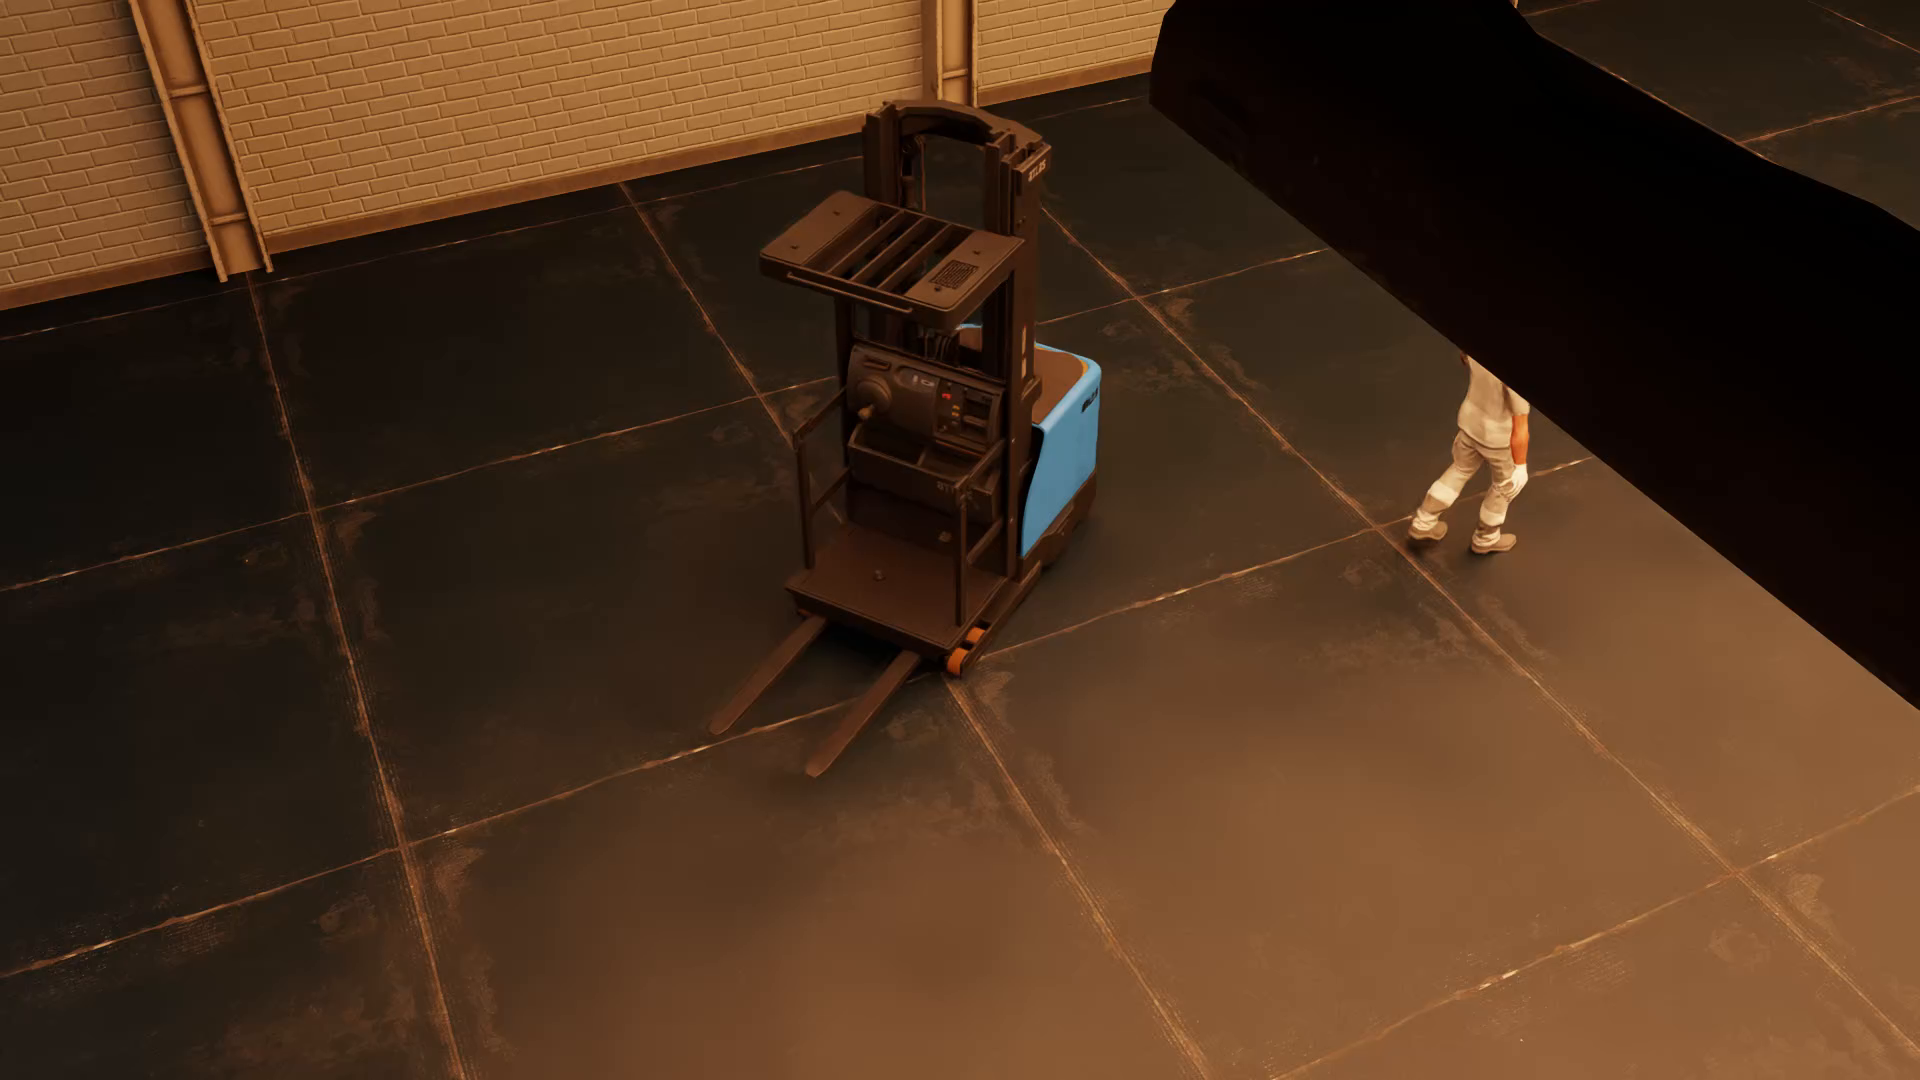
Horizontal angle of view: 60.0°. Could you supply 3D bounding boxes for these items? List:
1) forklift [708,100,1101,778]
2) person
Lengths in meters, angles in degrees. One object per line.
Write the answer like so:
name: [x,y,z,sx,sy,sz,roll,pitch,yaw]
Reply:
forklift: [-0.300,-0.689,8.842,1.130,2.935,3.031,20,44,22]
person: [3.109,-0.634,9.688,0.715,1.762,0.916,-18,43,-20]
